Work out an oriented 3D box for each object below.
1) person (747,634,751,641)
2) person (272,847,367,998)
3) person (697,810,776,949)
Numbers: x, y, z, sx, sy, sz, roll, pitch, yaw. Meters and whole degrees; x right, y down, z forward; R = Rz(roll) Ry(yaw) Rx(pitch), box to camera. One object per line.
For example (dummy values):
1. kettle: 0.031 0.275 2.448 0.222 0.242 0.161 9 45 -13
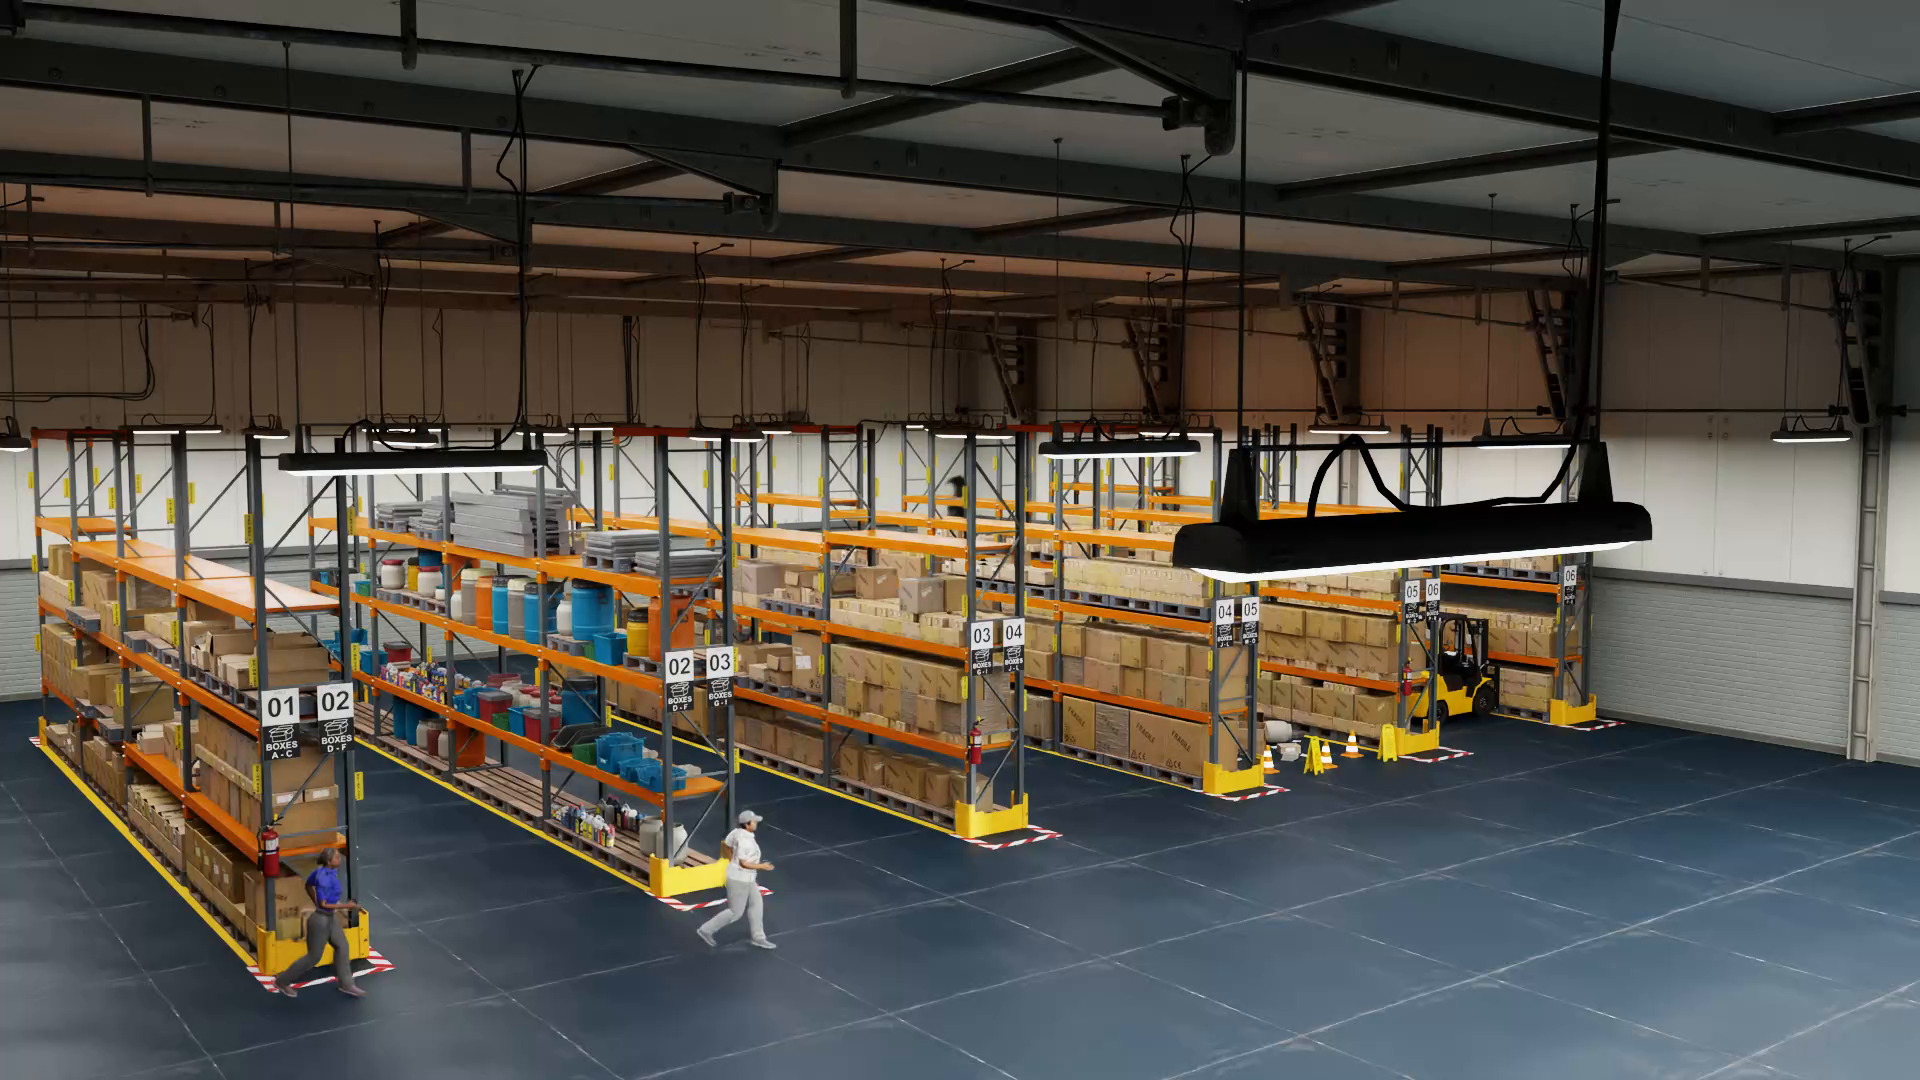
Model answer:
1. person: -4.340 2.798 34.567 0.662 1.717 0.713 -4 6 -44
2. person: -6.865 4.113 17.787 0.930 1.666 0.528 -1 5 -11
3. person: -2.613 3.988 19.413 0.920 1.667 0.565 -1 5 -7
